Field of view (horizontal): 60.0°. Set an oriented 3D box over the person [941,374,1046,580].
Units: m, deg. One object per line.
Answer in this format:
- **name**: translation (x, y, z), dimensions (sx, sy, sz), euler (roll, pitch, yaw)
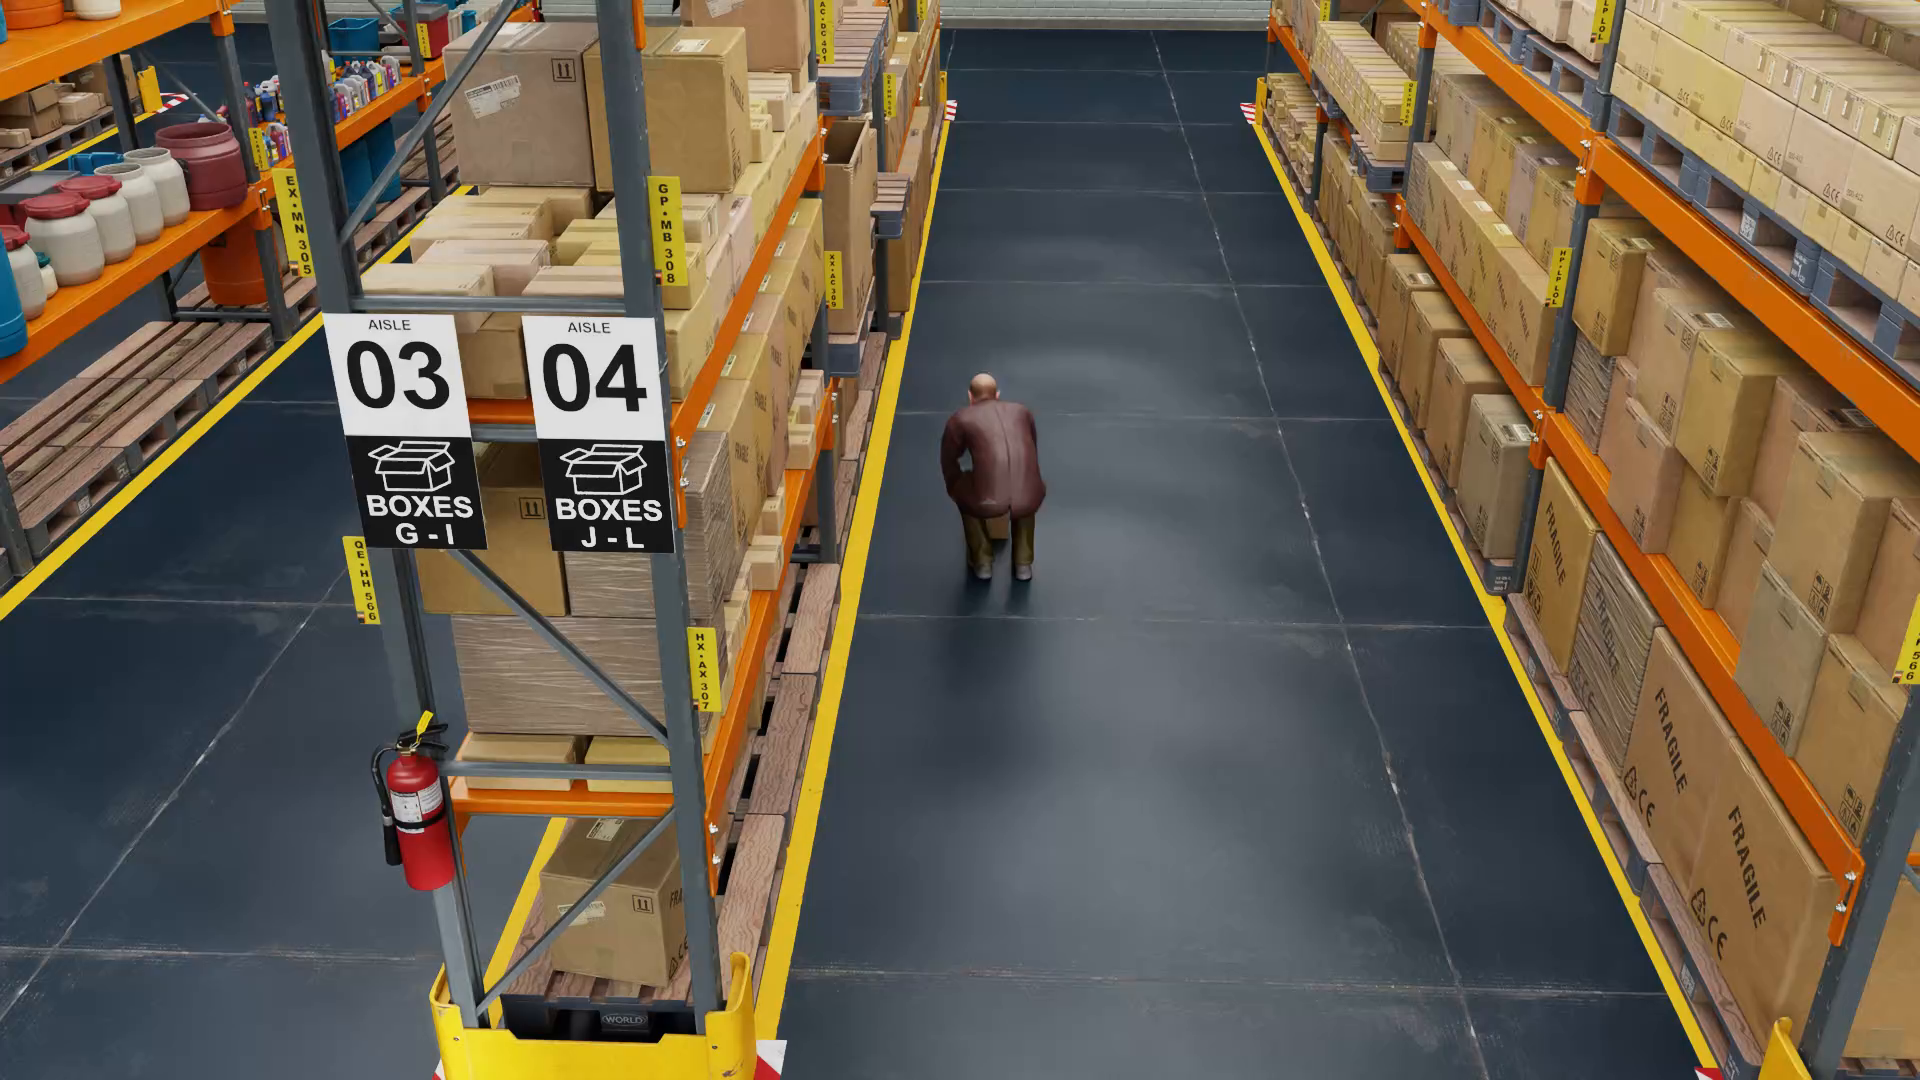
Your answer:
- **person**: translation (0.210, -0.352, 10.035), dimensions (0.619, 1.107, 0.853), euler (-3, 28, -6)
